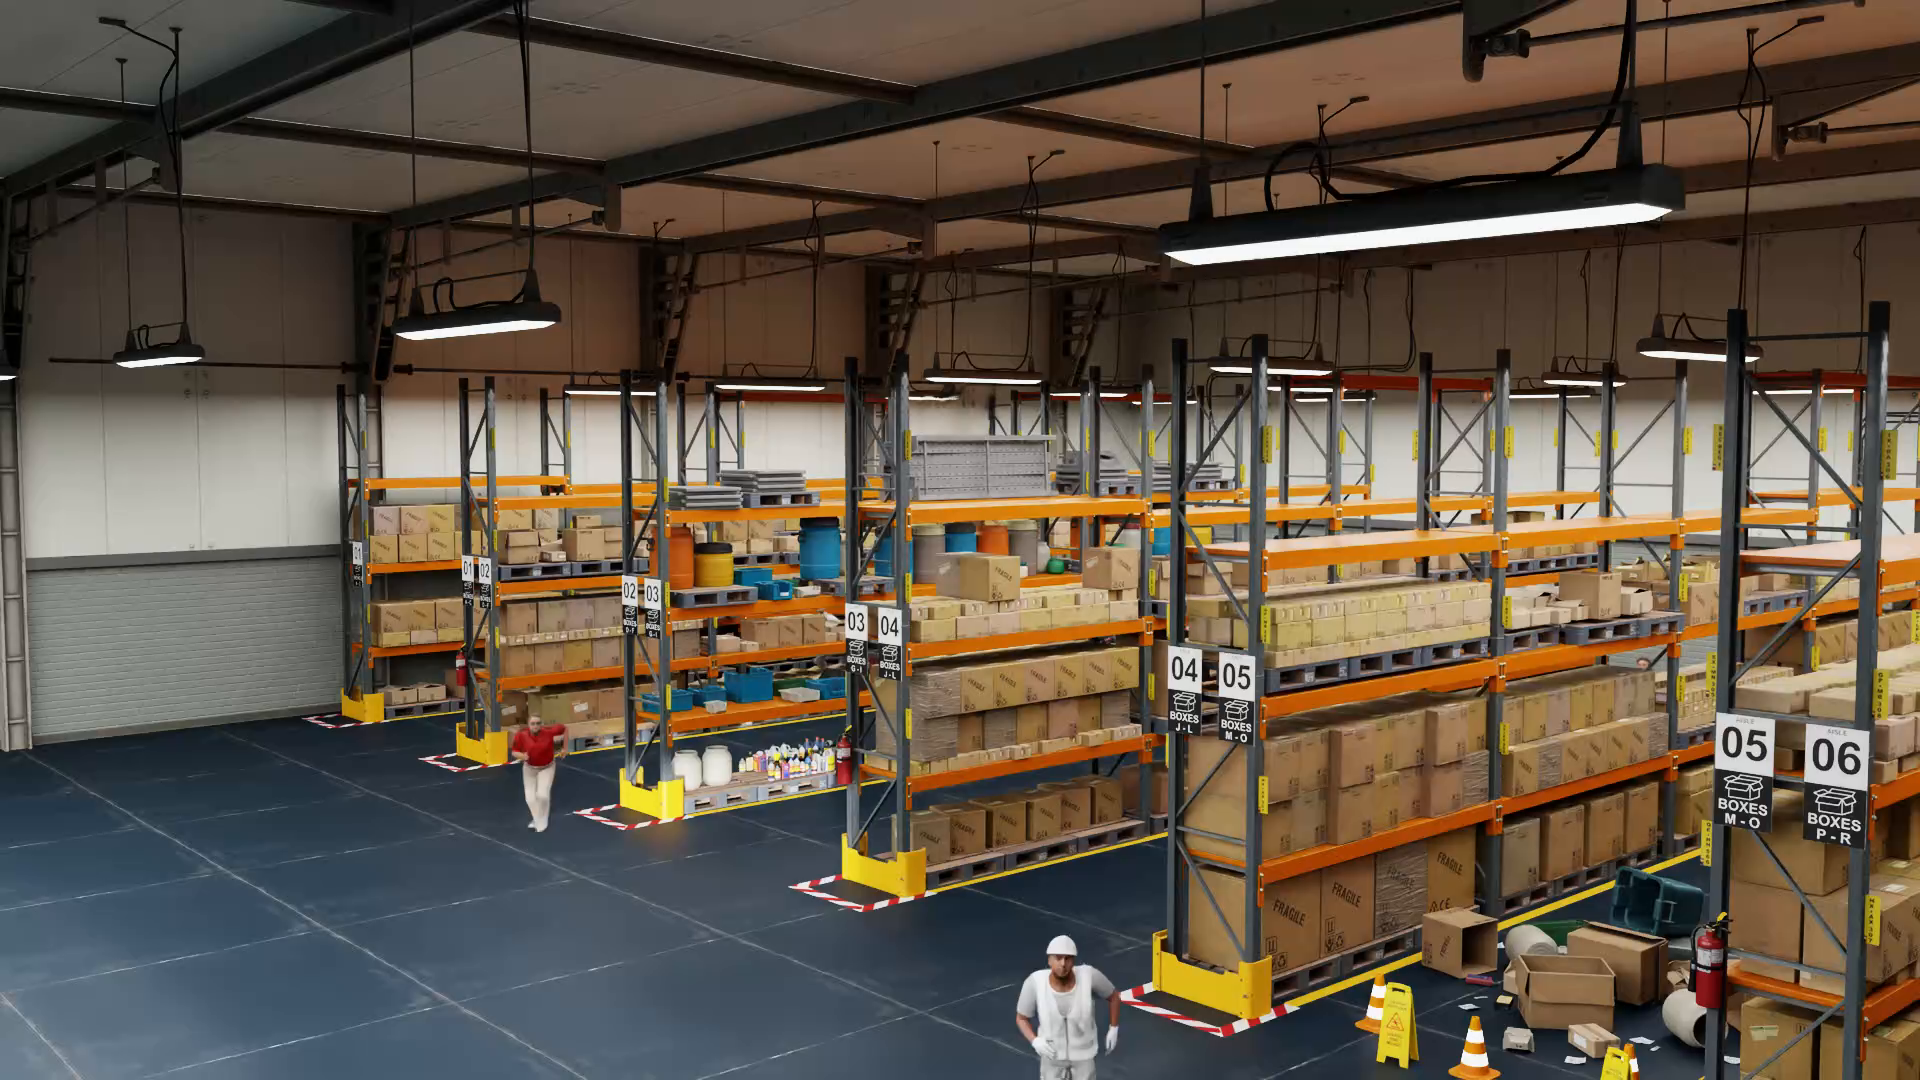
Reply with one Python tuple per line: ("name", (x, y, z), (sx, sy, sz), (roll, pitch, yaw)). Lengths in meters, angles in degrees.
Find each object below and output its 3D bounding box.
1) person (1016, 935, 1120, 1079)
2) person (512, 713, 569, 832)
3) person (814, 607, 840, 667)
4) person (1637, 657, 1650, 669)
("person", (0.748, 3.561, 11.494), (0.728, 1.729, 0.699), (0, 4, 1))
("person", (-5.359, 2.967, 21.279), (0.693, 1.607, 0.954), (0, 4, -7))
("person", (-2.768, 2.097, 33.211), (0.763, 1.839, 0.642), (-4, 5, -44))
("person", (10.572, 2.645, 25.708), (0.523, 1.709, 0.846), (3, 5, 41))
